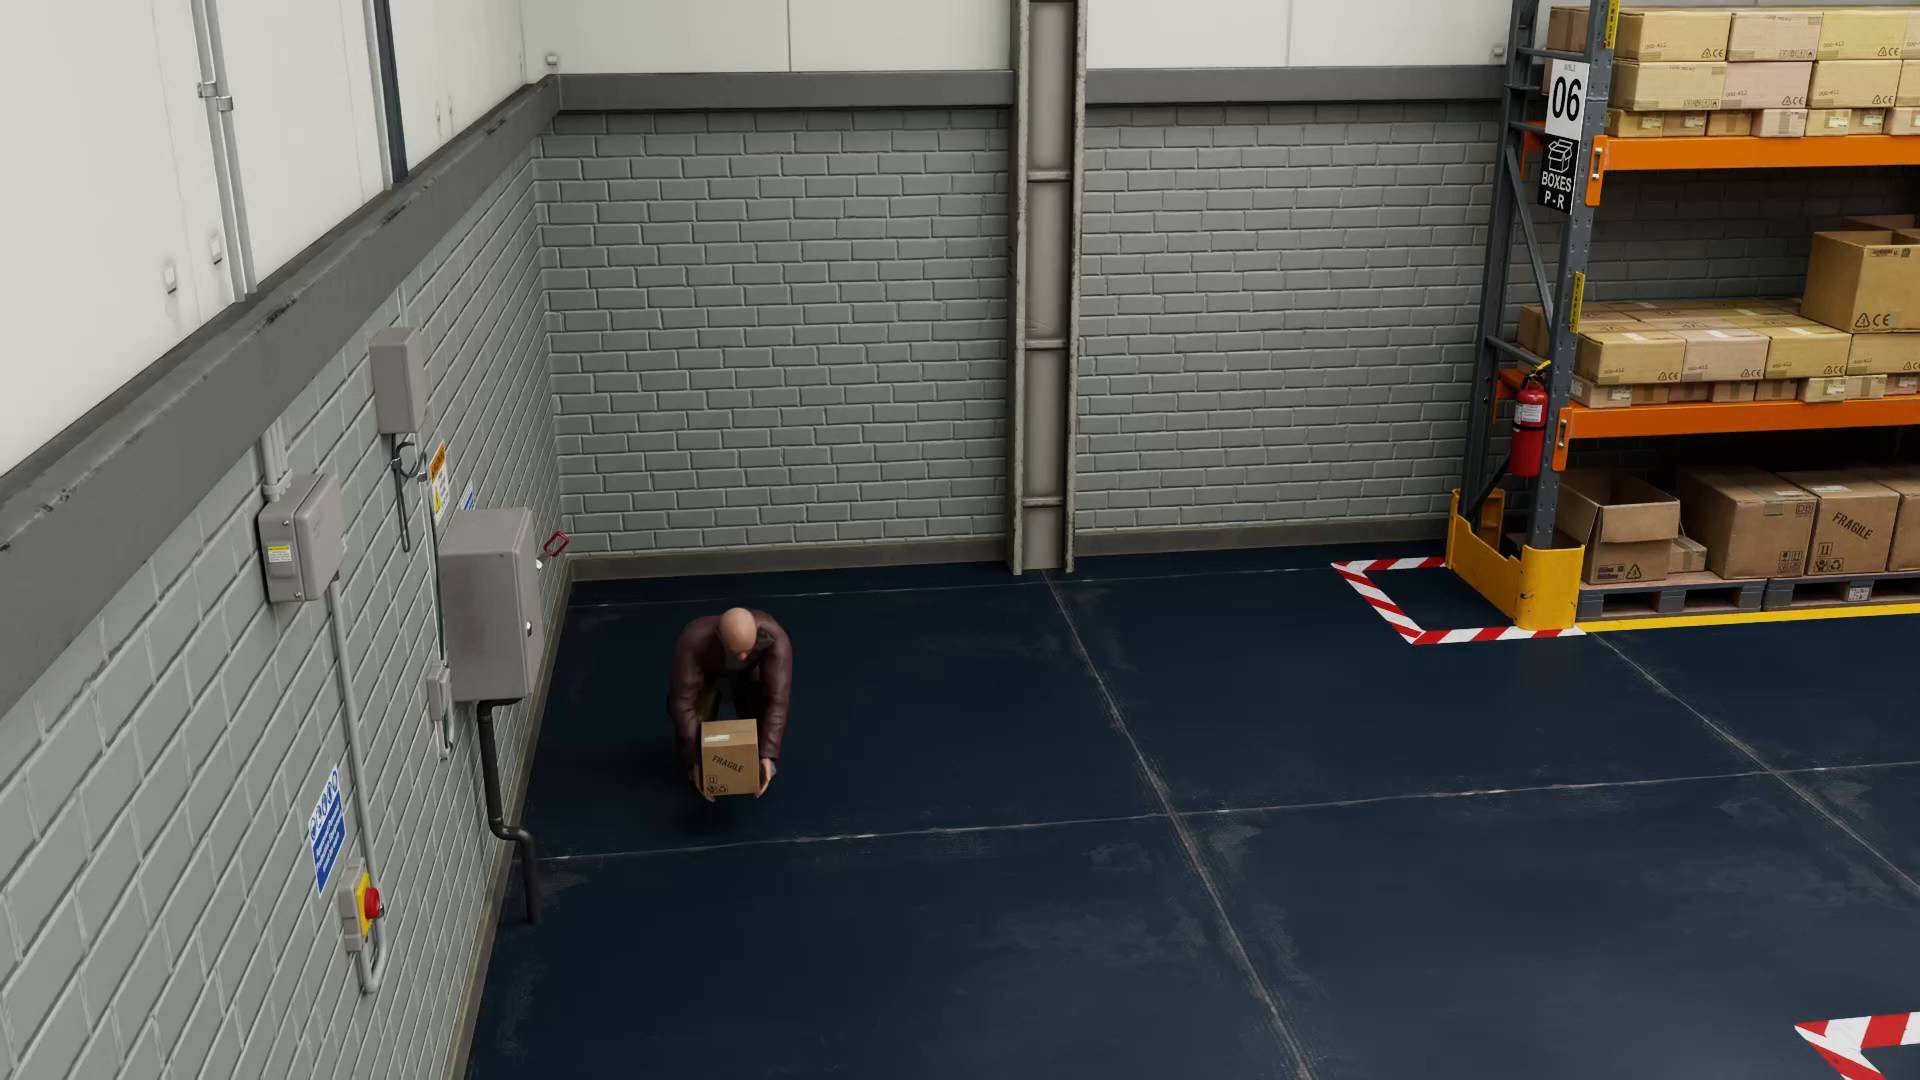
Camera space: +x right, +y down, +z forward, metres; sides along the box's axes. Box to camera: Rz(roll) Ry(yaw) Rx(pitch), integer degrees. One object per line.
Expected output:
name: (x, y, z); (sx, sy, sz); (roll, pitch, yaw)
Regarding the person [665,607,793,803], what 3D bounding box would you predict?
person: (-1.084, 0.704, 7.809); (0.605, 0.987, 0.918); (-3, 20, -8)
